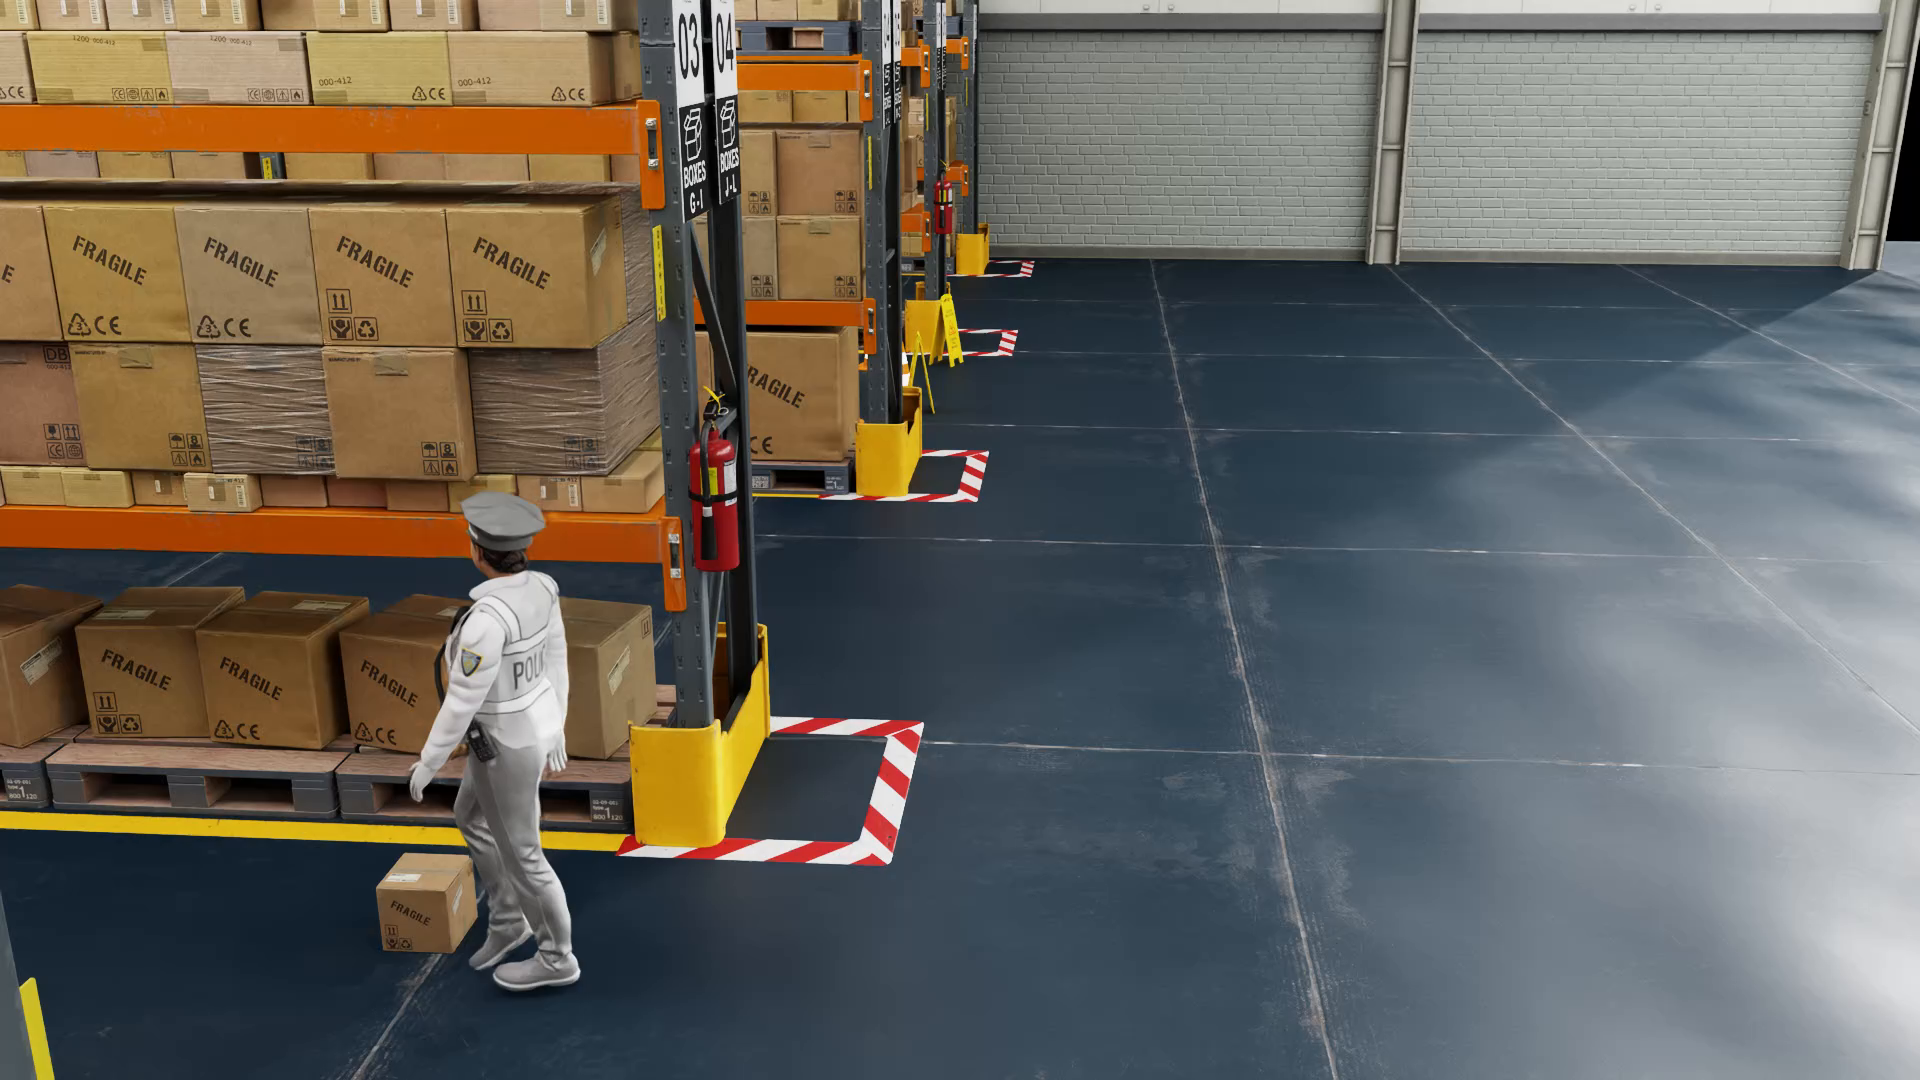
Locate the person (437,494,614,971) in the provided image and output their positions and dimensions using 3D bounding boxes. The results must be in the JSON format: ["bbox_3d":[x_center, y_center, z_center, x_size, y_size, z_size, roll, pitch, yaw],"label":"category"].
[{"bbox_3d":[-1.493,0.656,5.459,0.778,1.652,0.520,6,19,18],"label":"person"}]
